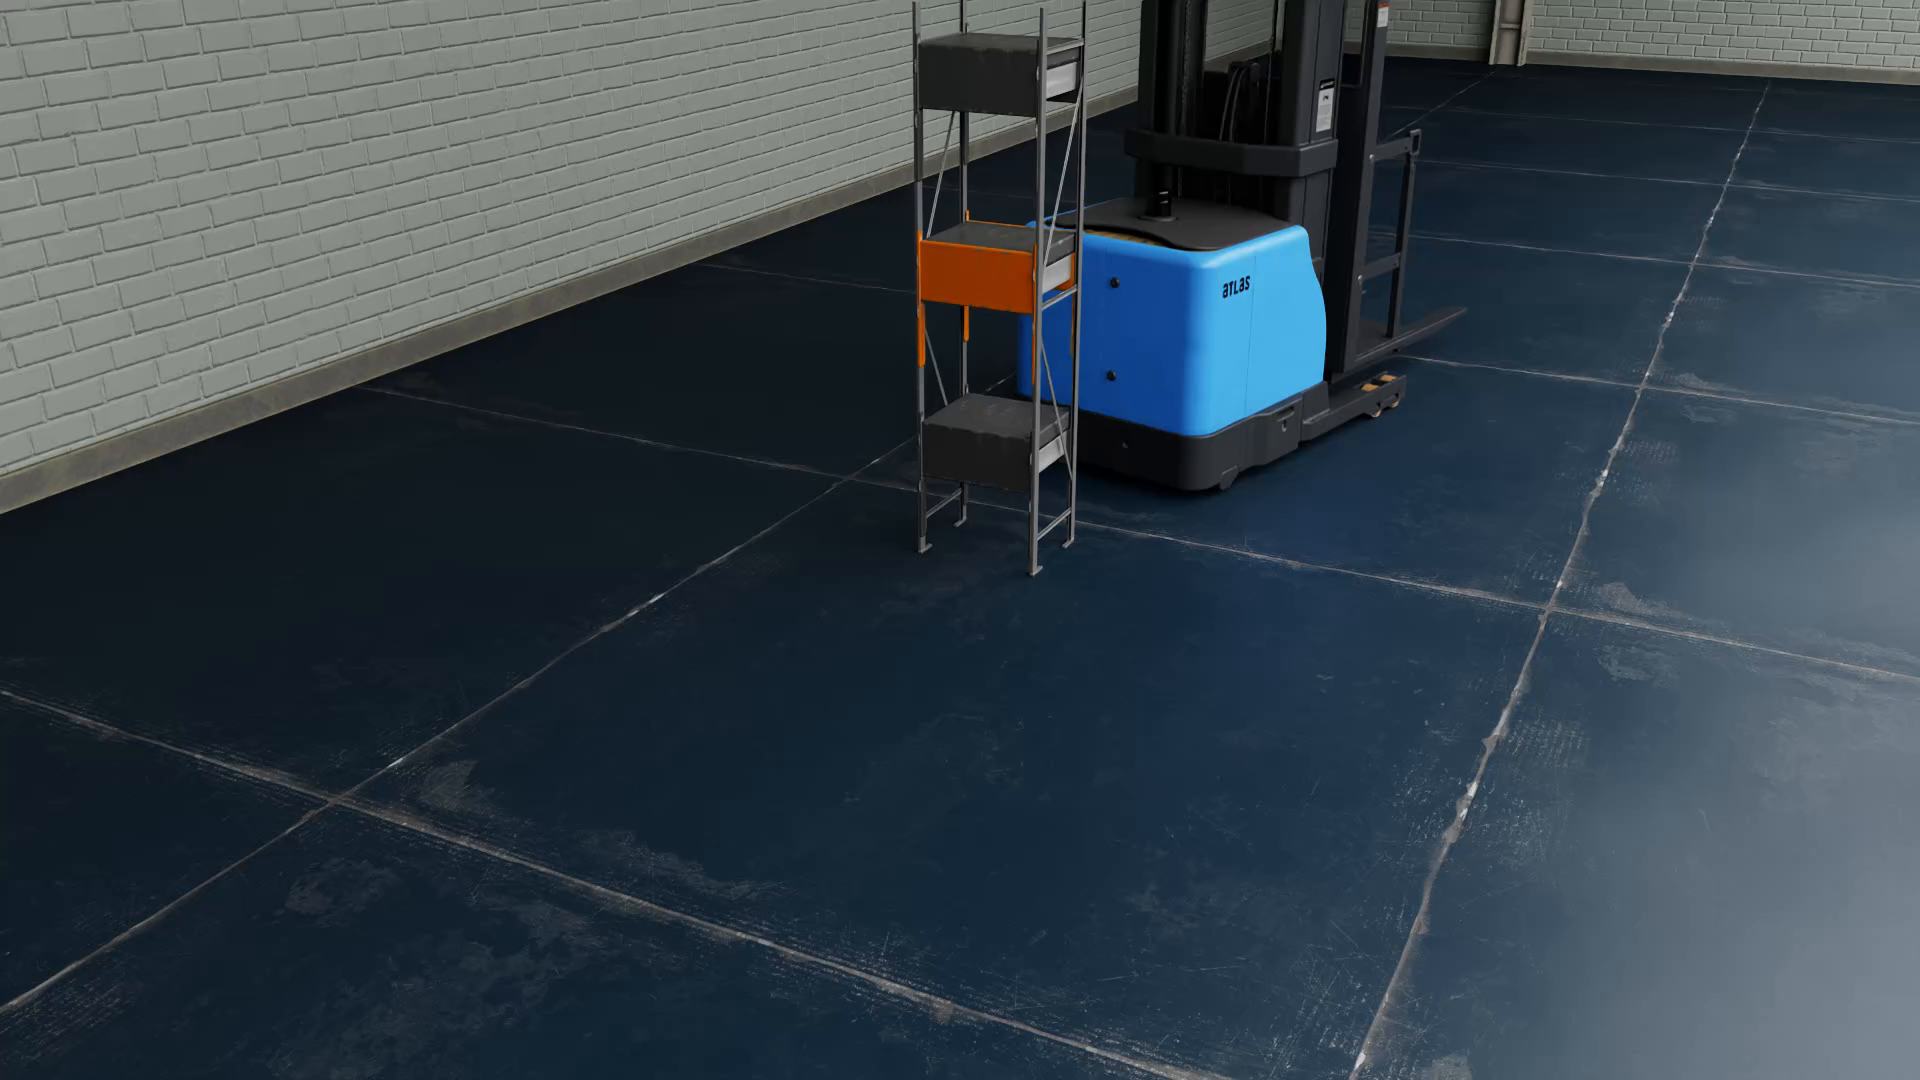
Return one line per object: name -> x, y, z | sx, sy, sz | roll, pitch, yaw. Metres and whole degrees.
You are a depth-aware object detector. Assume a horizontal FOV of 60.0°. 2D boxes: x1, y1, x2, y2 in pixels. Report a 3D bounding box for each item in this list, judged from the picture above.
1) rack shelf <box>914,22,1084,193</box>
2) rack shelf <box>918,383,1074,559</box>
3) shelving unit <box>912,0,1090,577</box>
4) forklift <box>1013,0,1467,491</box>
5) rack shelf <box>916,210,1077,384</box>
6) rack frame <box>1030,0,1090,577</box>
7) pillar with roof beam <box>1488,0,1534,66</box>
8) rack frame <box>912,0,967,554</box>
rack shelf -> 0.148, -1.569, 6.002 | 0.480, 0.518, 0.431 | 11, 25, 25
rack shelf -> 0.148, -0.280, 6.550 | 0.480, 0.518, 0.431 | 11, 25, 25
shelving unit -> 0.148, -0.937, 6.270 | 0.503, 2.100, 0.431 | 11, 25, 25
forklift -> 1.576, -2.060, 7.849 | 1.130, 2.935, 3.031 | 18, 29, 36
rack shelf -> 0.148, -0.924, 6.276 | 0.480, 0.518, 0.431 | 11, 25, 25
rack frame -> 0.365, -0.894, 6.169 | 0.015, 2.100, 0.400 | 11, 25, 25
pillar with roof beam -> 4.861, -8.563, 15.388 | 0.400, 9.000, 9.100 | 11, 25, 25
rack frame -> -0.070, -0.980, 6.372 | 0.015, 2.100, 0.400 | 11, 25, 25
